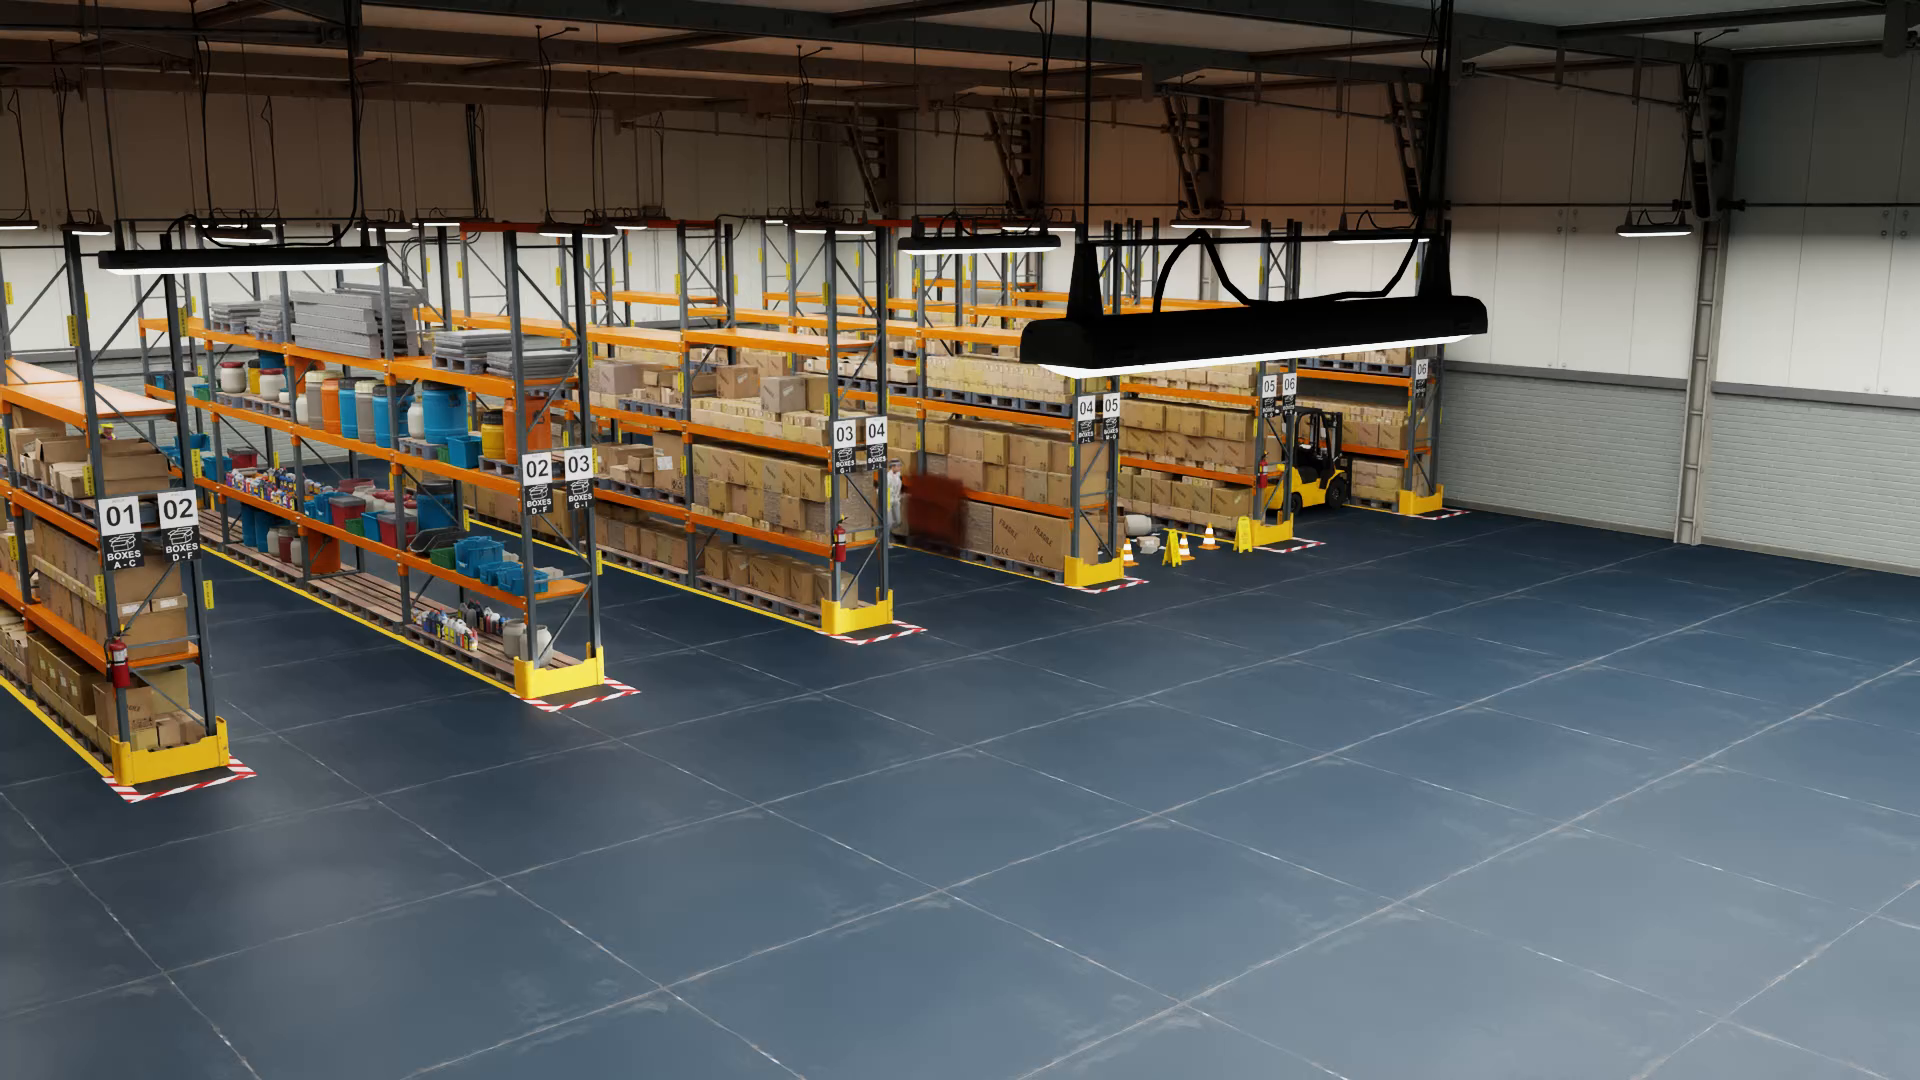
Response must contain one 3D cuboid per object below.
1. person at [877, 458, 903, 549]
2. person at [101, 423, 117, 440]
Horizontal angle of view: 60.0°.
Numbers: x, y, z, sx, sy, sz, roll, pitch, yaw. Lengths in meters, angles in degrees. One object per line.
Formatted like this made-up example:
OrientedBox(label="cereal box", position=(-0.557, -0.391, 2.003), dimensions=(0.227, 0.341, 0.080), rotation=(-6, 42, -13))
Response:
OrientedBox(label="person", position=(-1.259, -0.671, 29.685), dimensions=(0.536, 1.632, 0.585), rotation=(10, 15, 40))
OrientedBox(label="person", position=(-18.352, -1.683, 35.839), dimensions=(0.860, 1.784, 0.610), rotation=(3, 12, 14))
